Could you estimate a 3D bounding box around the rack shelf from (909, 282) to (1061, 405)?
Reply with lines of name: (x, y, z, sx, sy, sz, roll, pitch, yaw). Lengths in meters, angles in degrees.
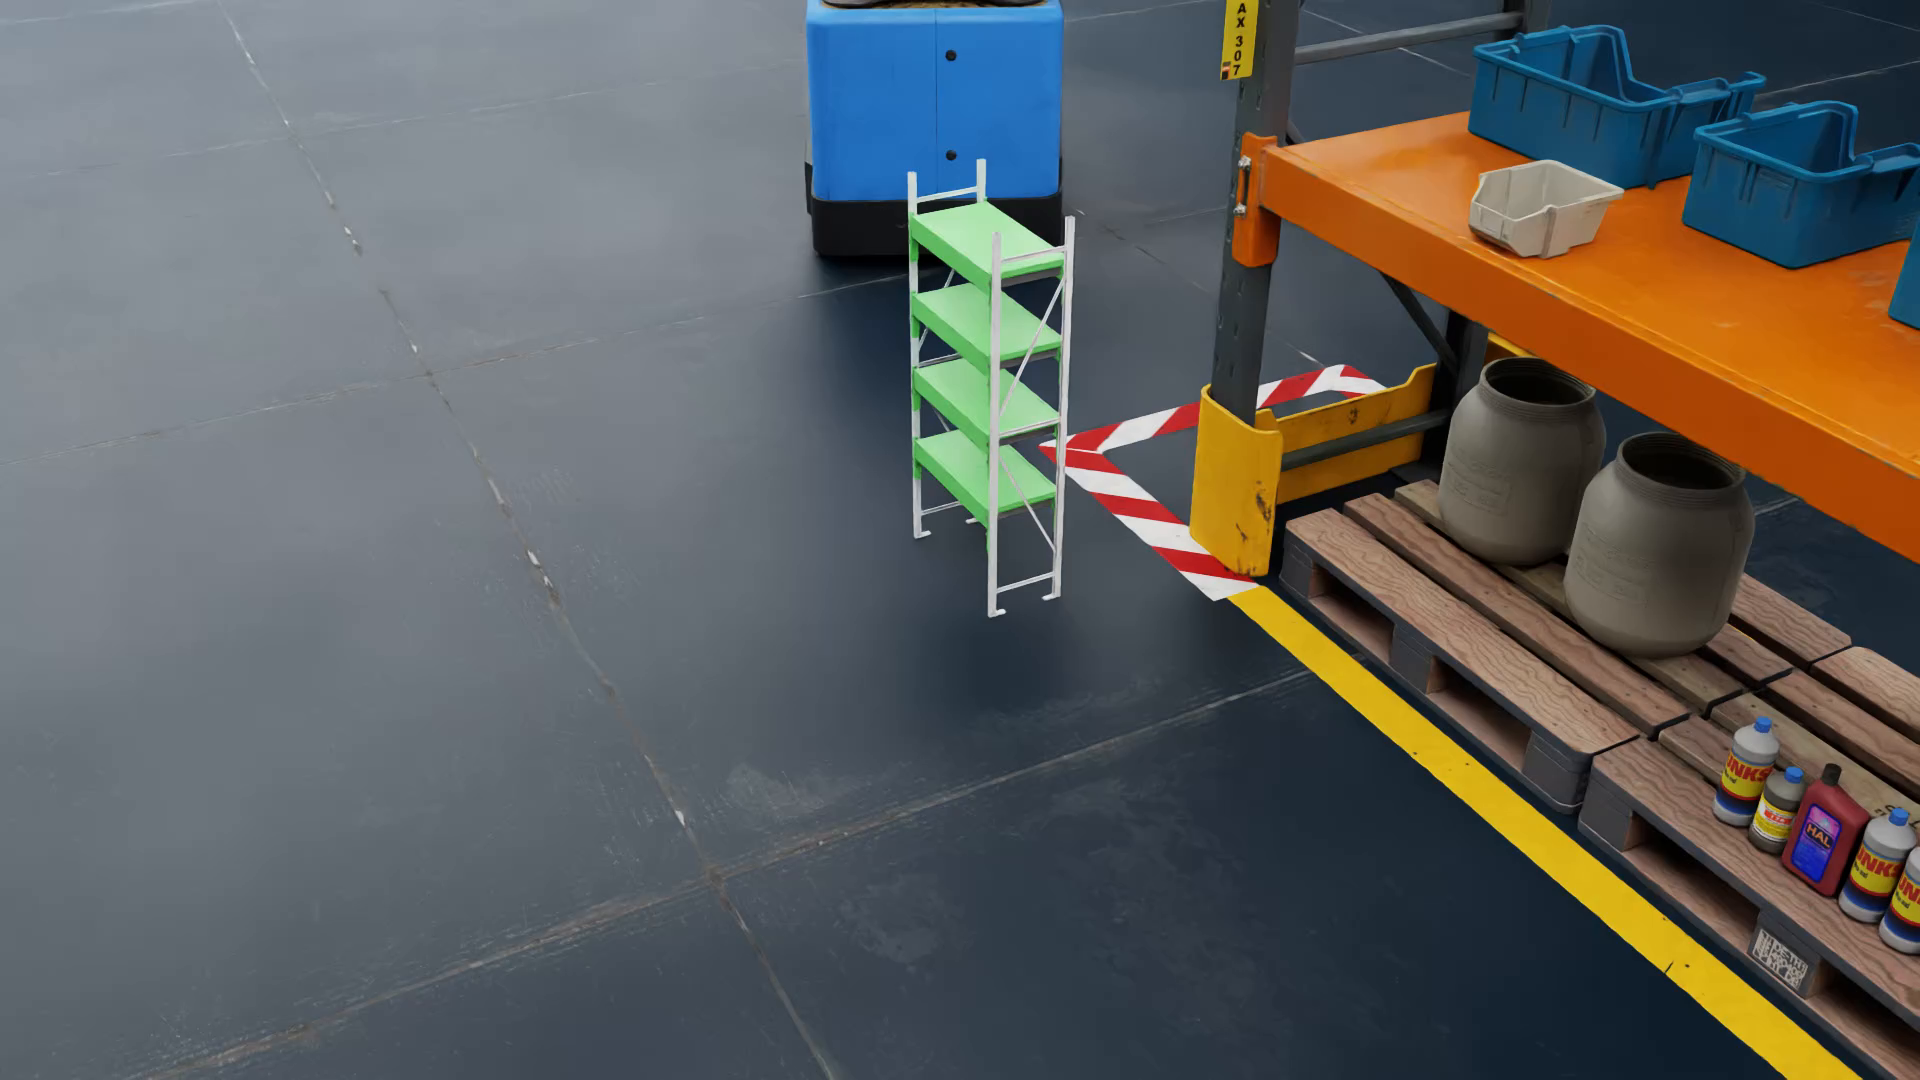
rack shelf: (0.077, -0.574, 4.708, 0.258, 0.148, 0.480, -16, 36, -23)

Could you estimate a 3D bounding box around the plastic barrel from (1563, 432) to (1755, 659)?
plastic barrel: (1.834, 0.015, 4.364, 0.421, 0.512, 0.421, 0, 33, 0)

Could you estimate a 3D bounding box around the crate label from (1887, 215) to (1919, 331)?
crate label: (2.323, -0.595, 3.365, 0.502, 0.435, 0.616, -16, 36, -23)

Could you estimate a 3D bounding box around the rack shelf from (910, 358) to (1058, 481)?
rack shelf: (0.077, -0.372, 4.837, 0.258, 0.148, 0.480, -16, 36, -23)

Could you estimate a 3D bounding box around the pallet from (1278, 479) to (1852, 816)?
pallet: (1.676, 0.197, 4.746, 1.003, 0.211, 1.213, -16, 36, -23)

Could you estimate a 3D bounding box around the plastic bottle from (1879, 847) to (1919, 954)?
plastic bottle: (2.001, 0.728, 3.454, 0.097, 0.271, 0.097, 0, 33, 0)

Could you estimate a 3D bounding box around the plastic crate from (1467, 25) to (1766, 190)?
plastic crate: (1.723, -1.164, 4.424, 0.499, 0.251, 0.616, -16, 36, -23)

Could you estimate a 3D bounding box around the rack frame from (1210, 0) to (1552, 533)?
rack frame: (1.225, -1.390, 4.639, 1.000, 3.000, 0.127, -16, 36, -23)

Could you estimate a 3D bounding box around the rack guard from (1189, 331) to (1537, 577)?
rack guard: (1.302, -0.313, 5.276, 1.175, 0.500, 0.348, -16, 36, -23)

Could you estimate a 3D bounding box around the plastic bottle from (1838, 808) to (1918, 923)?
plastic bottle: (1.955, 0.681, 3.528, 0.097, 0.271, 0.097, 0, 33, 0)

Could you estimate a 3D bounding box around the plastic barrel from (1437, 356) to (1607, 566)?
plastic barrel: (1.600, -0.225, 4.737, 0.421, 0.512, 0.421, 0, 33, 0)

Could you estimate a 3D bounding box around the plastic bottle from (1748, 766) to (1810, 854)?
plastic bottle: (1.843, 0.596, 3.726, 0.097, 0.201, 0.097, 0, 33, 0)

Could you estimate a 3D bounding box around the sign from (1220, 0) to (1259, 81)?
sign: (0.737, -1.370, 4.352, 0.100, 0.325, 0.005, -16, 36, -23)

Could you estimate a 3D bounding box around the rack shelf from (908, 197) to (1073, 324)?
rack shelf: (0.077, -0.777, 4.579, 0.258, 0.148, 0.480, -16, 36, -23)

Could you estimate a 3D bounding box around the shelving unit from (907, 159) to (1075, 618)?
shelving unit: (0.077, -0.426, 4.803, 0.258, 1.200, 0.503, -16, 36, -23)

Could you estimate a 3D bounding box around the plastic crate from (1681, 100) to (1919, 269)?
plastic crate: (2.021, -0.853, 3.938, 0.499, 0.251, 0.408, -16, 36, -23)

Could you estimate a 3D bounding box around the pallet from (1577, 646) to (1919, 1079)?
pallet: (2.241, 0.779, 3.839, 1.003, 0.211, 1.213, -16, 36, -23)

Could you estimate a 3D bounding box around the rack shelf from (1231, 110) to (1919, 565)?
rack shelf: (2.158, -0.133, 3.344, 1.077, 0.370, 4.000, -16, 36, -23)

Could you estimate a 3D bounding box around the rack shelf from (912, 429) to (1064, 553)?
rack shelf: (0.077, -0.170, 4.967, 0.258, 0.148, 0.480, -16, 36, -23)

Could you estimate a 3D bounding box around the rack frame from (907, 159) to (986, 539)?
rack frame: (-0.037, -0.543, 4.985, 0.240, 1.200, 0.015, -16, 36, -23)

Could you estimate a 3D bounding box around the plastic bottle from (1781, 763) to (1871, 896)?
plastic bottle: (1.884, 0.625, 3.605, 0.061, 0.283, 0.133, -15, 36, -22)

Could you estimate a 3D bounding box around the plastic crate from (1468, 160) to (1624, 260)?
plastic crate: (1.358, -0.771, 3.918, 0.298, 0.136, 0.250, -16, 36, -23)

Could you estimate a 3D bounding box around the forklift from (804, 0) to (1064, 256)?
forklift: (-0.160, -3.189, 7.511, 1.130, 2.935, 3.031, -1, 33, -2)

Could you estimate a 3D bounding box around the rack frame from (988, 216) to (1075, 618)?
rack frame: (0.191, -0.310, 4.621, 0.240, 1.200, 0.015, -16, 36, -23)

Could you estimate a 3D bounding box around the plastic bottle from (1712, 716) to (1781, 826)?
plastic bottle: (1.795, 0.517, 3.784, 0.097, 0.271, 0.097, 0, 33, 0)
